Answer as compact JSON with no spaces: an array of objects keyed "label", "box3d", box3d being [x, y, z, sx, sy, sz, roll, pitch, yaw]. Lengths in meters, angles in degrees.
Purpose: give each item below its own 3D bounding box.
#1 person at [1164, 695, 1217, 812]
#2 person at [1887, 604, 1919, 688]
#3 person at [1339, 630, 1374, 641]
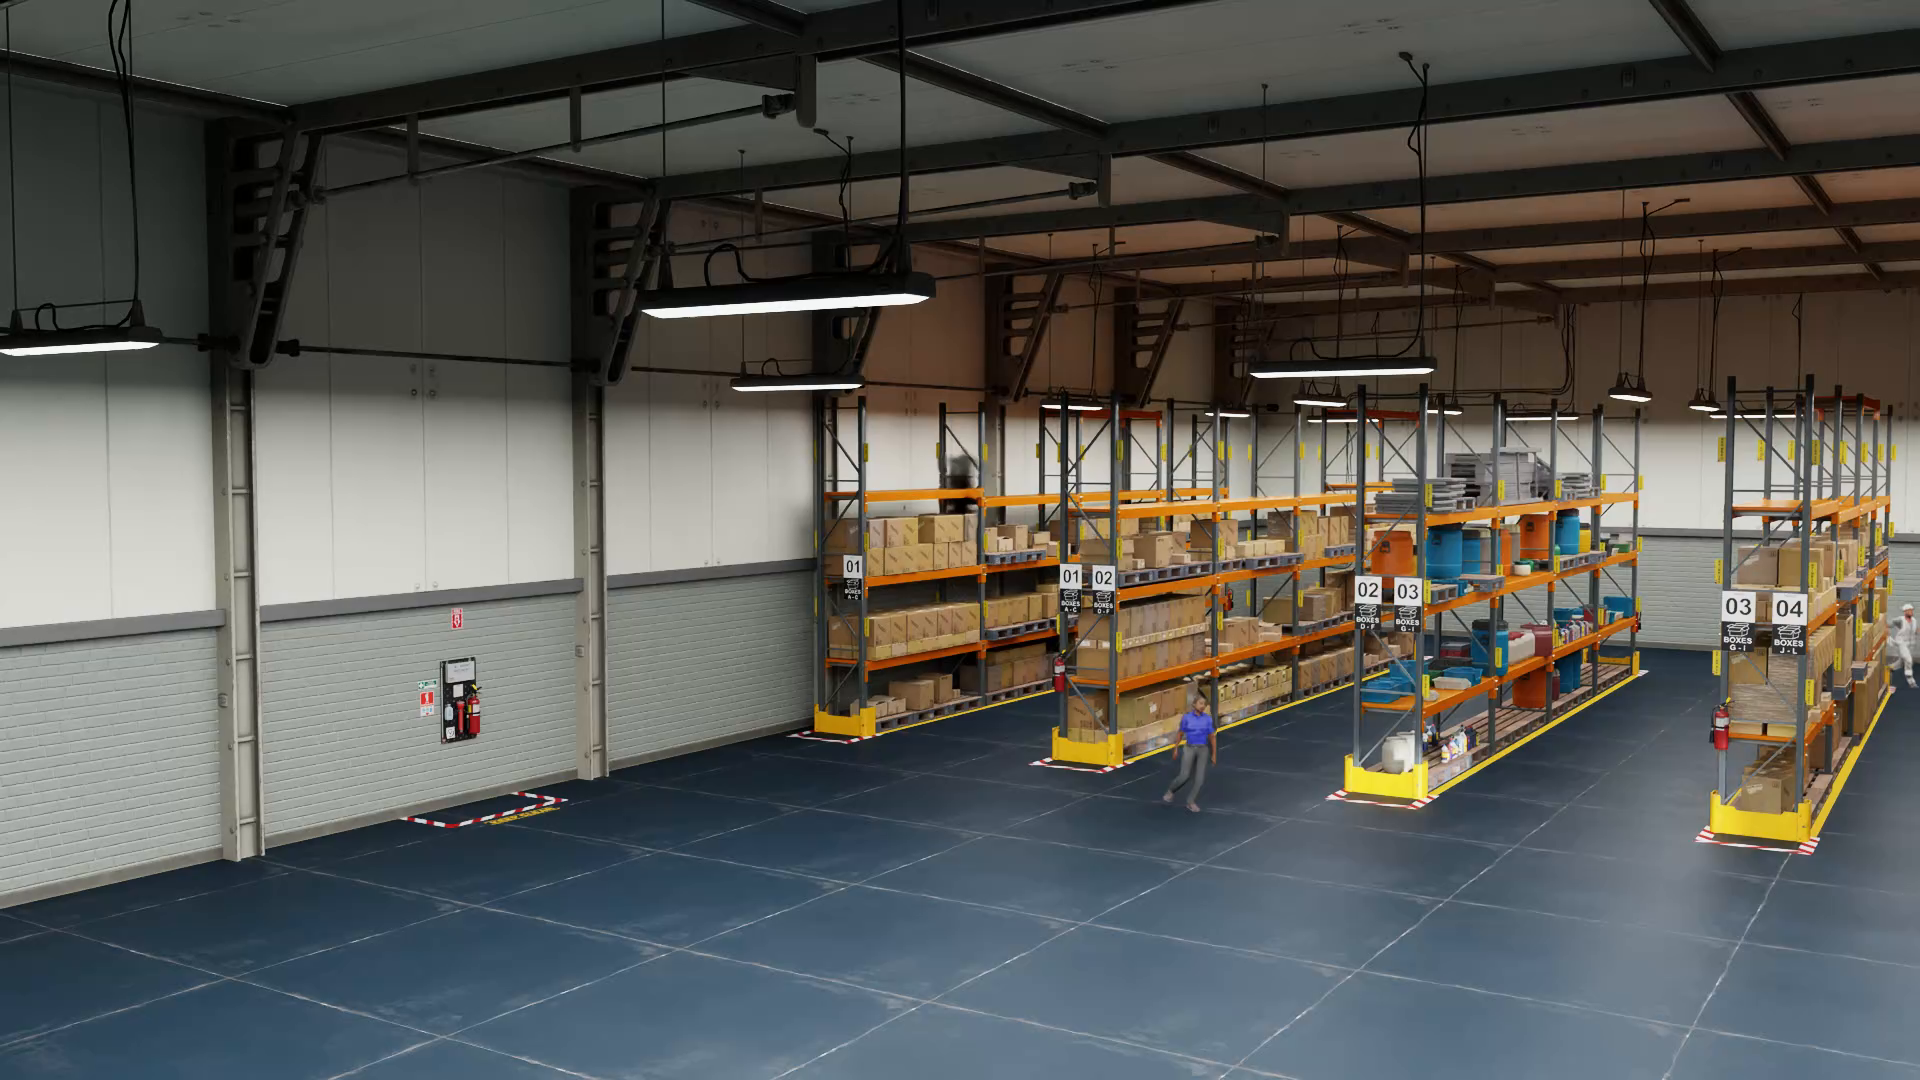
[{"label":"person","box3d":[3.215,2.979,23.243,0.690,1.613,0.547,0,3,-5]},{"label":"person","box3d":[20.120,2.226,35.408,0.676,1.743,1.041,-1,3,-18]},{"label":"person","box3d":[10.187,1.950,42.421,1.069,1.745,0.759,2,4,35]}]
